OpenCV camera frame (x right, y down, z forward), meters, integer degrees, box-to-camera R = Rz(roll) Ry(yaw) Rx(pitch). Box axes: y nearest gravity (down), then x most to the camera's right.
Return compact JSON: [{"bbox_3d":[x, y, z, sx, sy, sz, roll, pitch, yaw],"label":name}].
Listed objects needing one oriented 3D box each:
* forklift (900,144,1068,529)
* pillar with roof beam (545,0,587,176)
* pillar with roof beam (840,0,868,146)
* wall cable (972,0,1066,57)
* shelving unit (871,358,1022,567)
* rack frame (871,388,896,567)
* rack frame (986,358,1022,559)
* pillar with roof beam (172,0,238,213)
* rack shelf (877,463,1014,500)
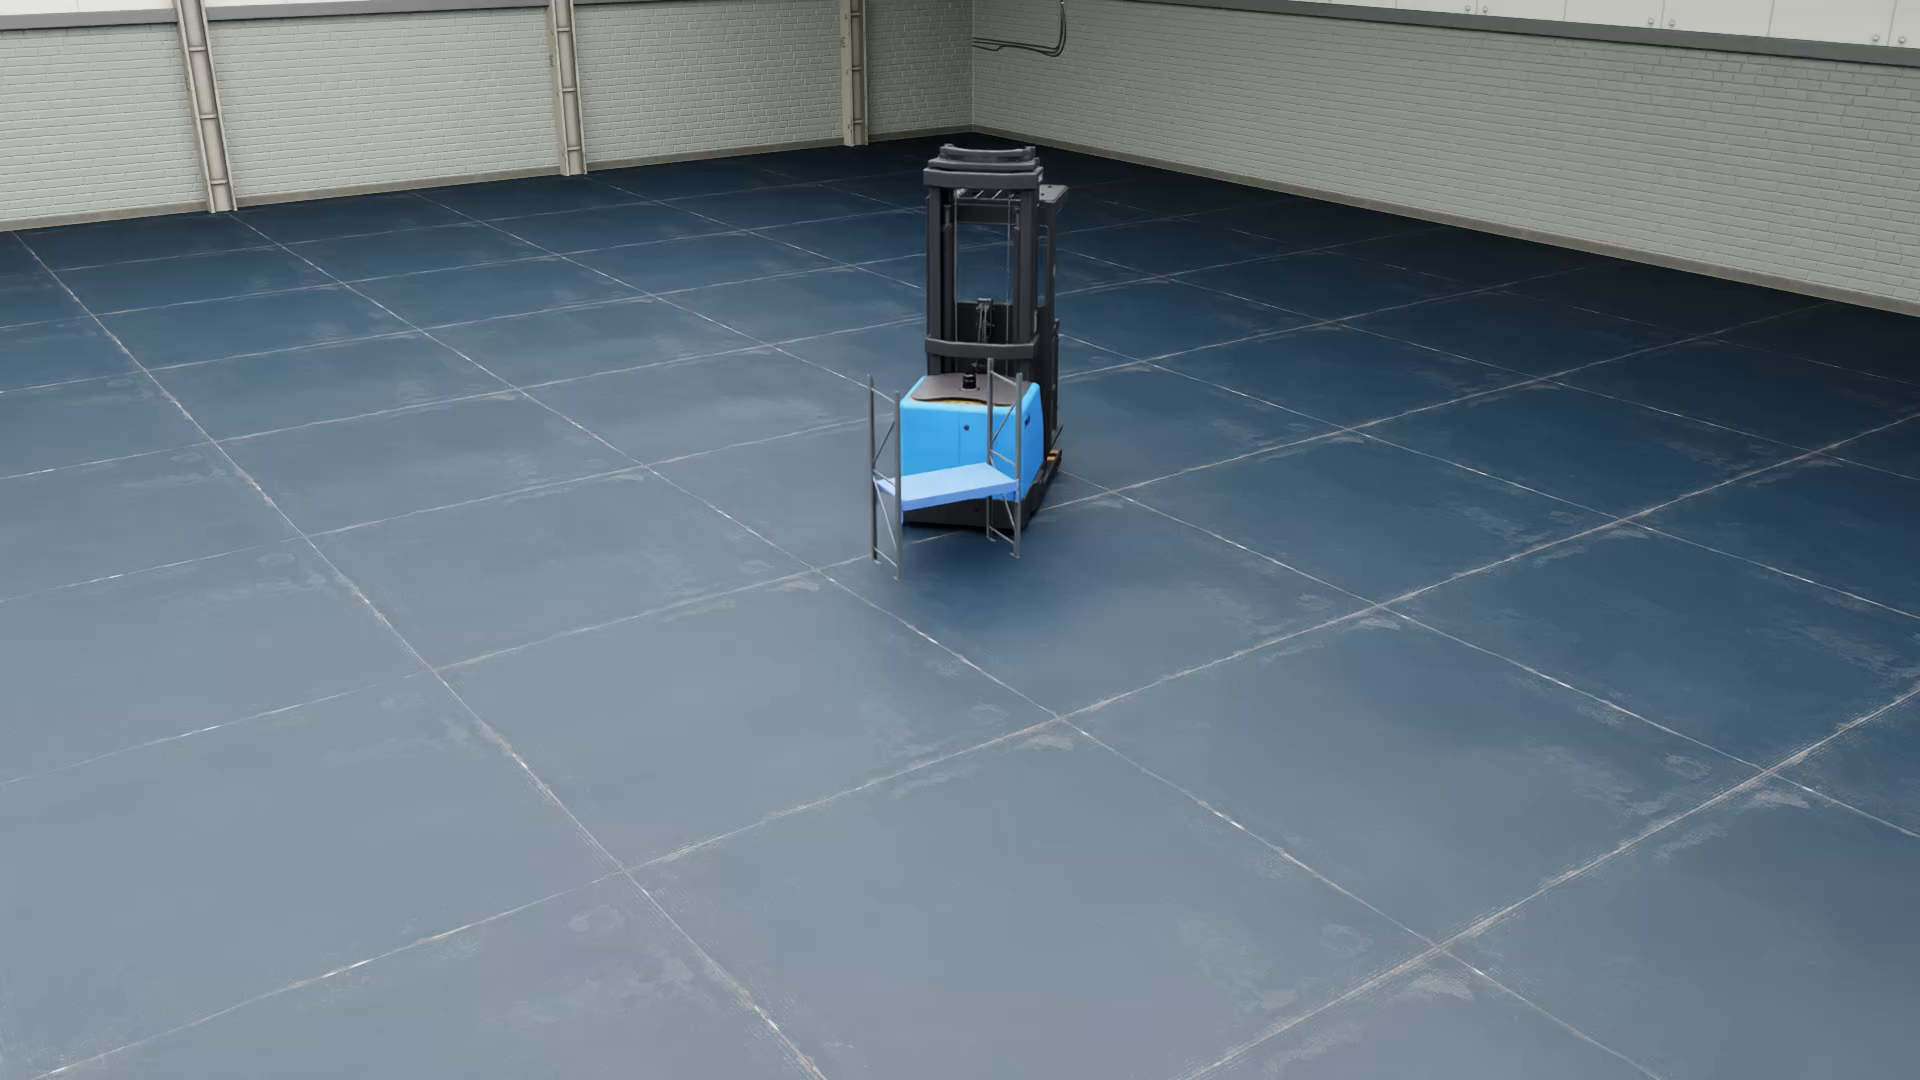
[{"bbox_3d":[0.309,-1.964,14.364,1.130,2.935,3.031,5,22,11],"label":"forklift"},{"bbox_3d":[-4.432,-9.466,24.977,0.400,9.000,9.100,-15,26,-33],"label":"pillar with roof beam"},{"bbox_3d":[0.438,-10.765,28.232,0.400,9.000,9.100,-15,26,-33],"label":"pillar with roof beam"},{"bbox_3d":[1.088,-10.858,32.654,0.112,2.526,3.097,-15,26,-33],"label":"wall cable"},{"bbox_3d":[-0.107,-0.545,12.739,1.039,1.500,0.500,-11,24,-25],"label":"shelving unit"},{"bbox_3d":[-0.563,-0.458,12.522,0.013,1.308,0.475,-11,24,-25],"label":"rack frame"},{"bbox_3d":[0.340,-0.631,12.955,0.032,1.500,0.500,-11,24,-25],"label":"rack frame"},{"bbox_3d":[-9.303,-8.168,21.723,0.400,9.000,9.100,-15,26,-33],"label":"pillar with roof beam"},{"bbox_3d":[-0.111,-0.440,12.779,0.952,0.026,0.459,-11,24,-25],"label":"rack shelf"}]
